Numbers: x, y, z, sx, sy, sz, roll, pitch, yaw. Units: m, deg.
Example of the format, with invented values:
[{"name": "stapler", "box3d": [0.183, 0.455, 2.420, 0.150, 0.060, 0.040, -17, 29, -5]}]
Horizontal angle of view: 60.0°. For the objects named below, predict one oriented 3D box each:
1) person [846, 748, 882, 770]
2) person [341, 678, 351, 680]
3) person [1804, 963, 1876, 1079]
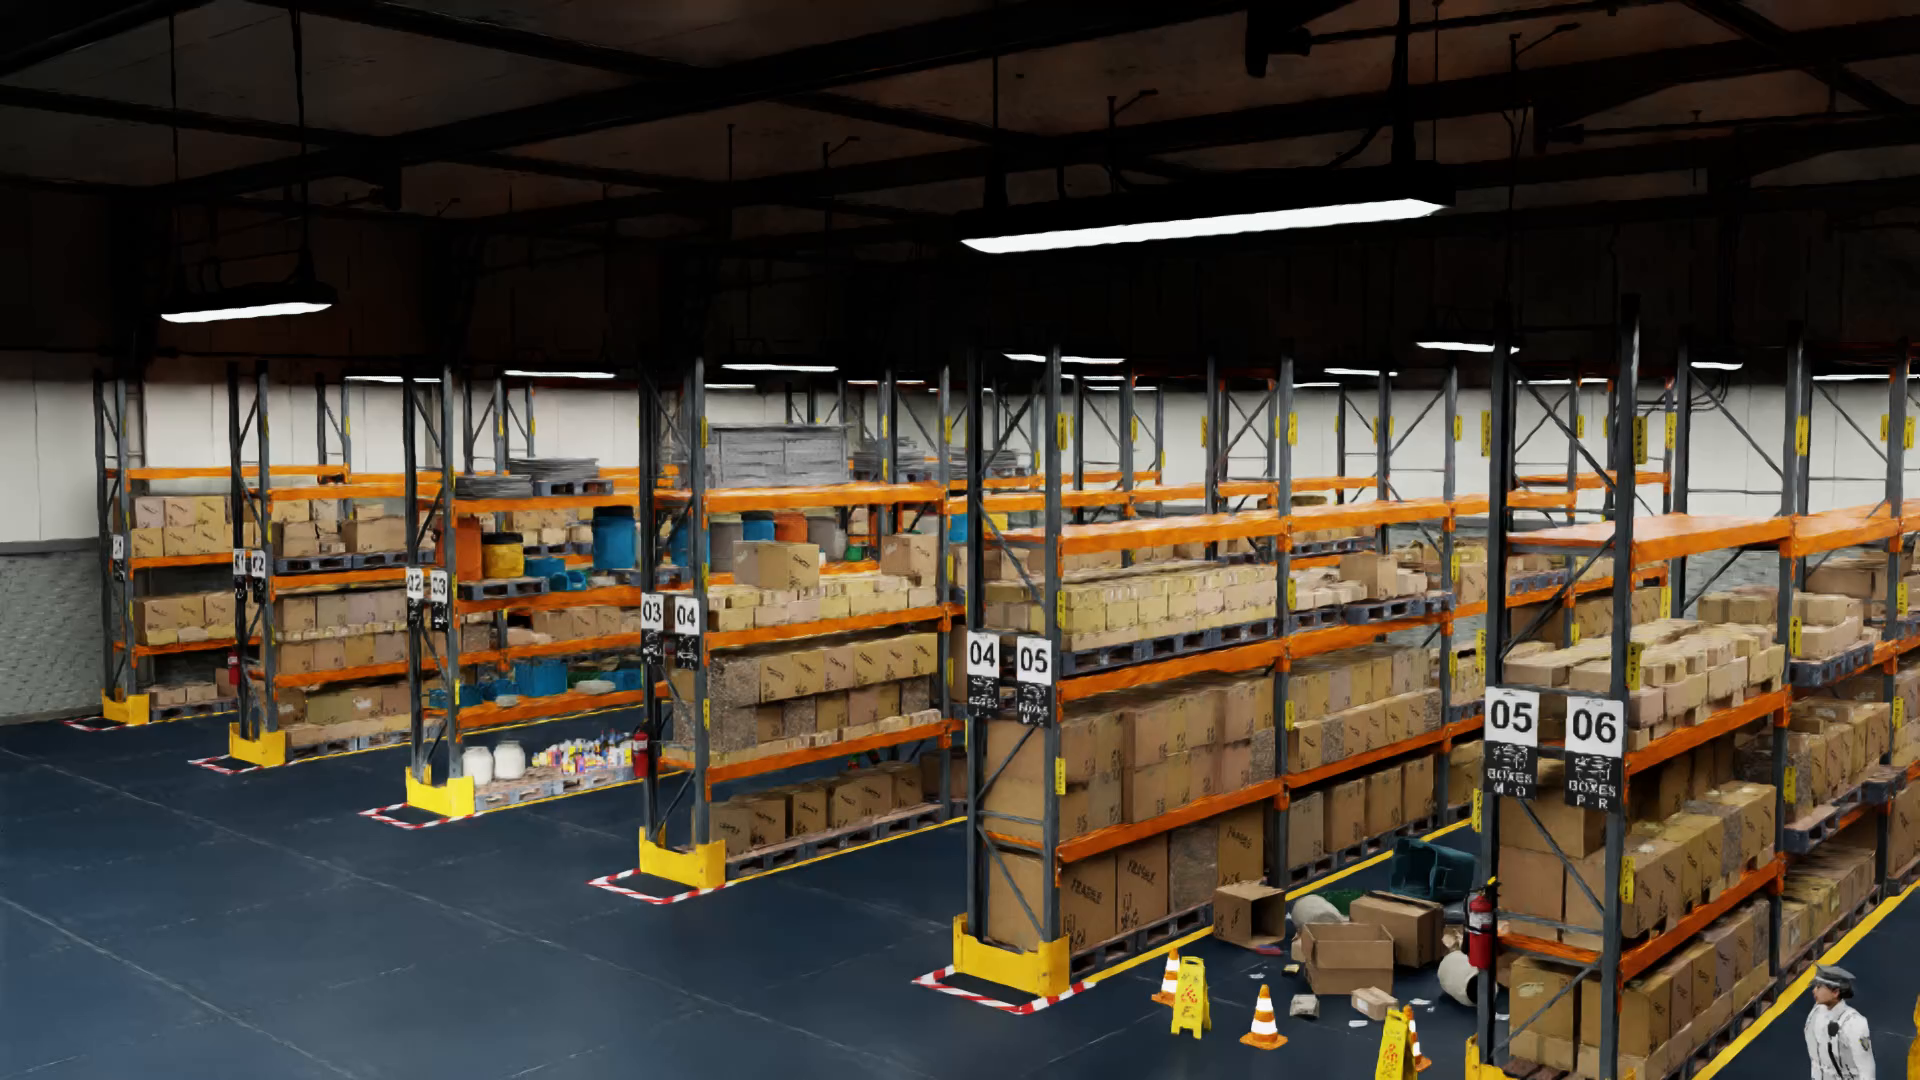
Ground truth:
[{"name": "person", "box3d": [-1.454, 2.570, 23.472, 0.553, 1.709, 1.123, 4, 6, 43]}, {"name": "person", "box3d": [-10.917, 2.180, 29.626, 0.592, 1.629, 0.532, 3, 5, 39]}, {"name": "person", "box3d": [5.725, 3.550, 10.691, 0.532, 1.667, 0.528, -1, 4, -12]}]
